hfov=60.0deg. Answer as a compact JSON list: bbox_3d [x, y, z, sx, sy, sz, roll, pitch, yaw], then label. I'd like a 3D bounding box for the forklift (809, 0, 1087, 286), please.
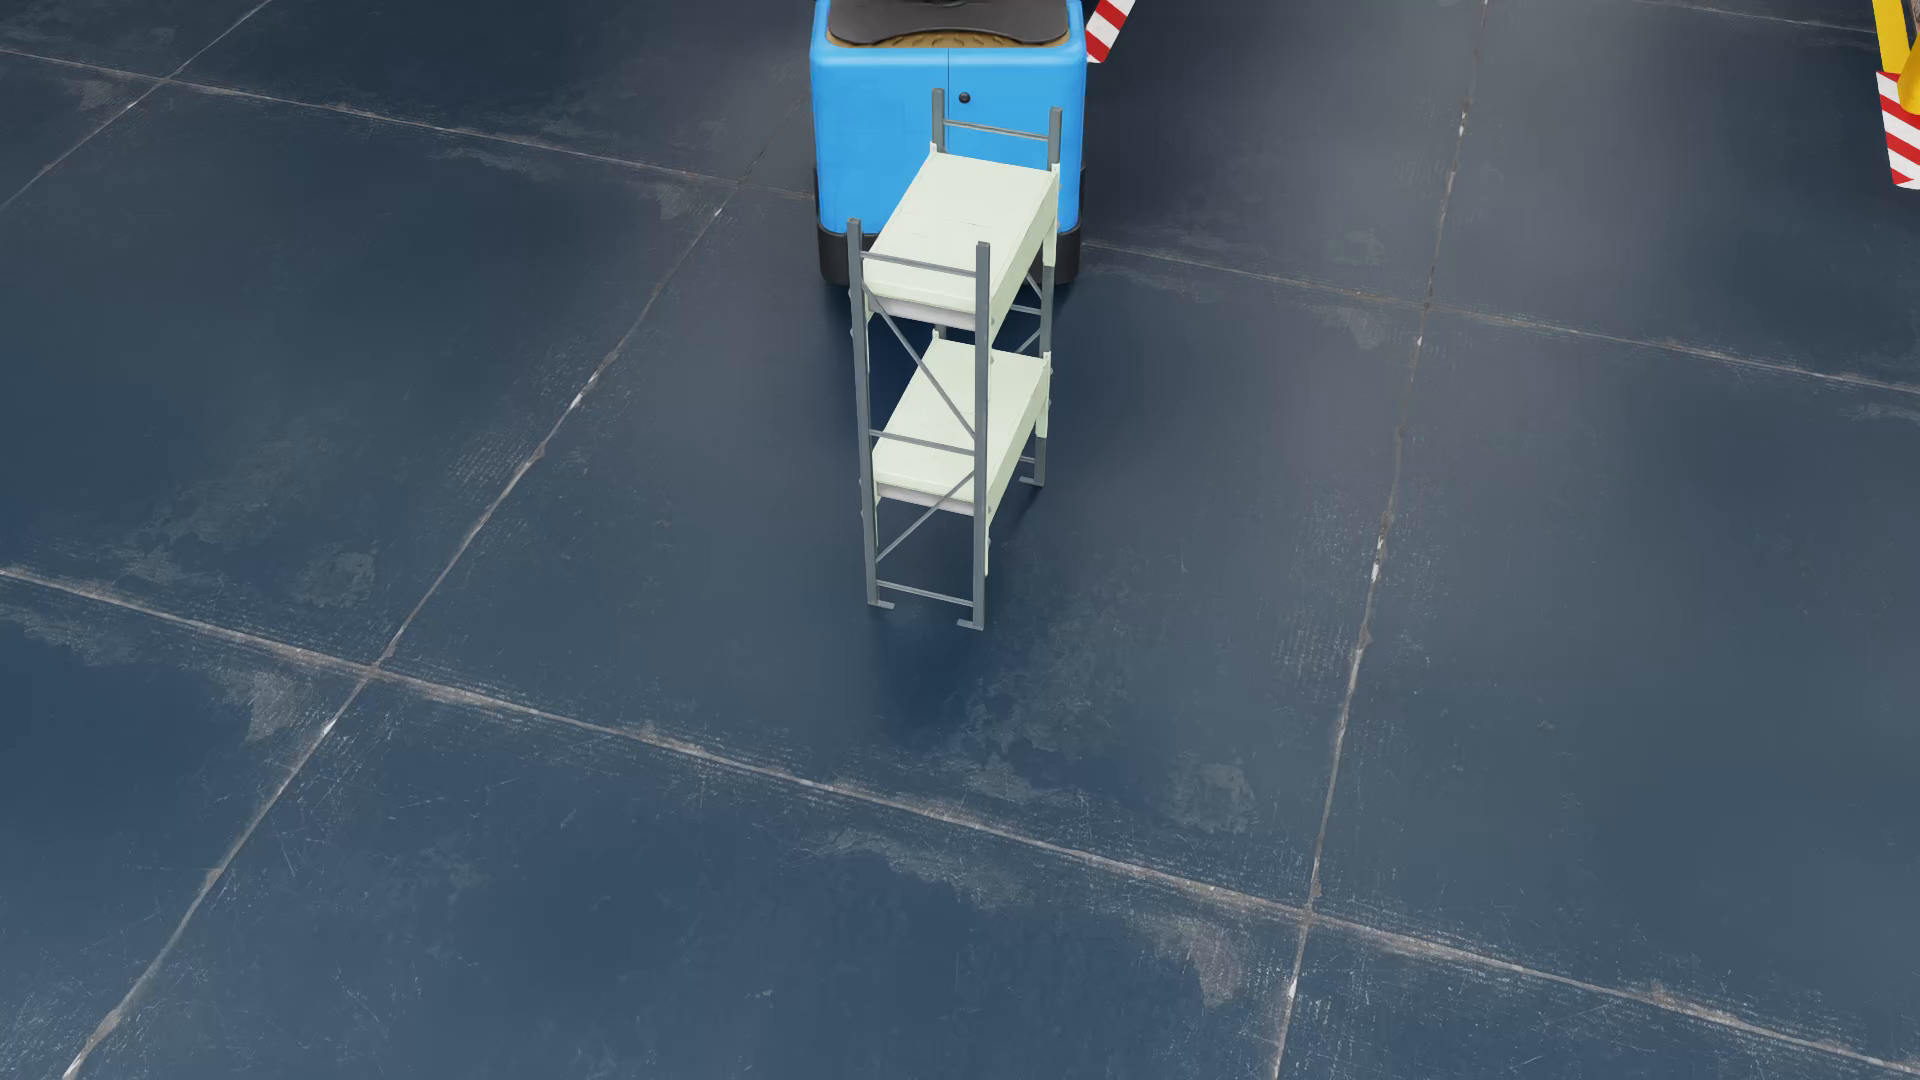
[{"bbox_3d":[-0.048,-3.079,6.801,1.130,2.935,3.031,0,44,0],"label":"forklift"}]

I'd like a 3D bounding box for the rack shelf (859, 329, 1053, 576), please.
[{"bbox_3d":[-0.002,-0.299,5.449,0.431,0.370,0.720,13,46,12],"label":"rack shelf"}]

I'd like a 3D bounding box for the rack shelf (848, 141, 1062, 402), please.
[{"bbox_3d":[-0.002,-0.811,4.948,0.431,0.370,0.720,13,46,12],"label":"rack shelf"}]

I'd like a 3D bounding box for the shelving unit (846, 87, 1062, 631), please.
[{"bbox_3d":[-0.002,-0.532,5.221,0.431,1.500,0.755,13,46,12],"label":"shelving unit"}]

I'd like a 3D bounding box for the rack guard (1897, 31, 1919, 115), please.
[{"bbox_3d":[5.027,-2.175,7.615,1.175,0.500,0.348,13,46,13],"label":"rack guard"}]

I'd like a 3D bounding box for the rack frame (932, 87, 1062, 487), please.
[{"bbox_3d":[0.109,-0.776,5.470,0.400,1.500,0.023,13,46,12],"label":"rack frame"}]

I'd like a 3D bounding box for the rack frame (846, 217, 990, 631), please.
[{"bbox_3d":[-0.113,-0.288,4.972,0.400,1.500,0.023,13,46,12],"label":"rack frame"}]
